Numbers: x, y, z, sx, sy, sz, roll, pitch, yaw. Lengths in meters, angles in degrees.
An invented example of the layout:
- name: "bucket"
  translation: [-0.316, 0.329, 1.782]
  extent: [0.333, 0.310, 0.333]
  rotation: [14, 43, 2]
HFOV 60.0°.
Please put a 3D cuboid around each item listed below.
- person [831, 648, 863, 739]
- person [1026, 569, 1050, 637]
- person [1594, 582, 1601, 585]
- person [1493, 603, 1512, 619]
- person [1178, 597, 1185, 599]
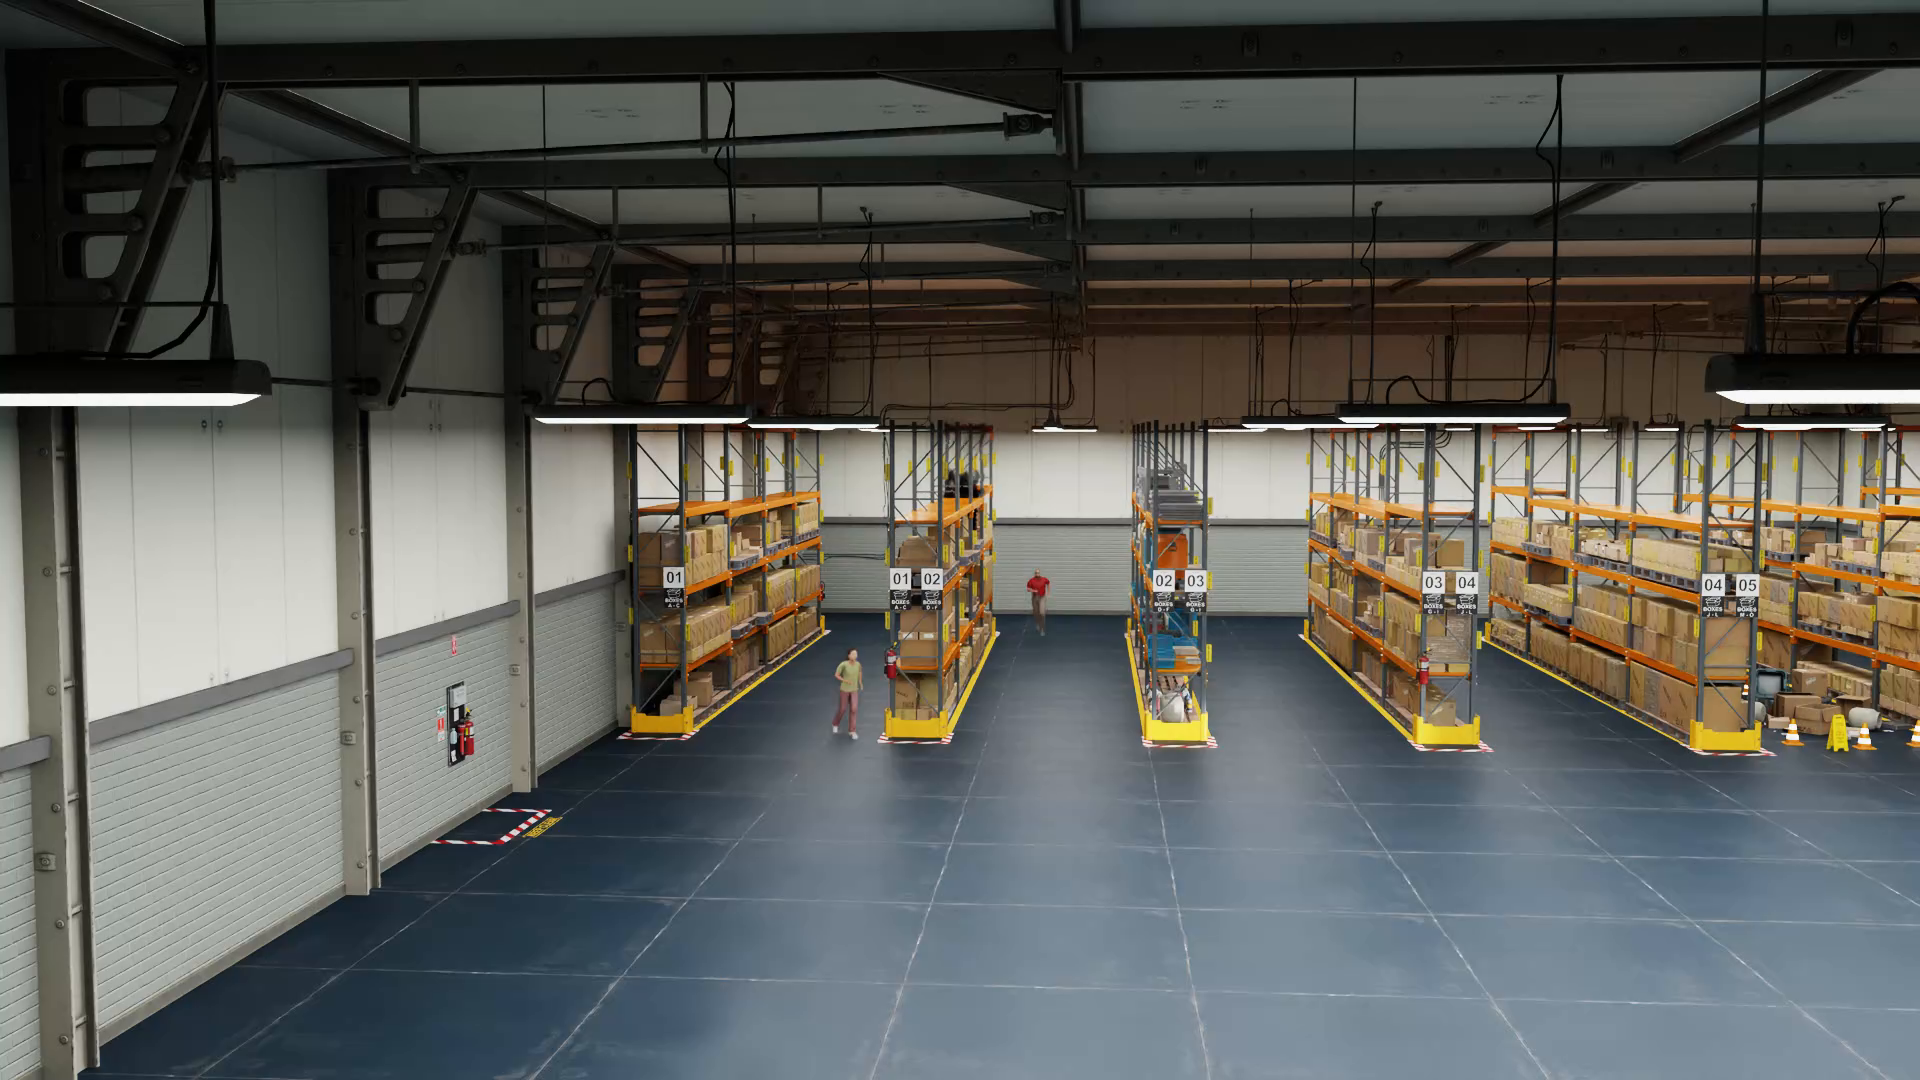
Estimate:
- name: "person"
  translation: [-2.084, 2.879, 31.561]
  extent: [0.612, 1.678, 0.878]
  rotation: [-2, 4, -25]
- name: "person"
  translation: [2.155, 1.720, 45.827]
  extent: [0.639, 1.862, 0.790]
  rotation: [0, 4, 7]
- name: "person"
  translation: [16.902, 2.057, 44.026]
  extent: [0.678, 1.852, 0.810]
  rotation: [0, 4, -5]
- name: "person"
  translation: [15.538, 1.915, 47.499]
  extent: [0.536, 1.627, 0.605]
  rotation: [-1, 4, -10]
- name: "person"
  translation: [6.540, 1.775, 49.183]
  extent: [0.882, 1.745, 0.710]
  rotation: [1, 4, 11]
